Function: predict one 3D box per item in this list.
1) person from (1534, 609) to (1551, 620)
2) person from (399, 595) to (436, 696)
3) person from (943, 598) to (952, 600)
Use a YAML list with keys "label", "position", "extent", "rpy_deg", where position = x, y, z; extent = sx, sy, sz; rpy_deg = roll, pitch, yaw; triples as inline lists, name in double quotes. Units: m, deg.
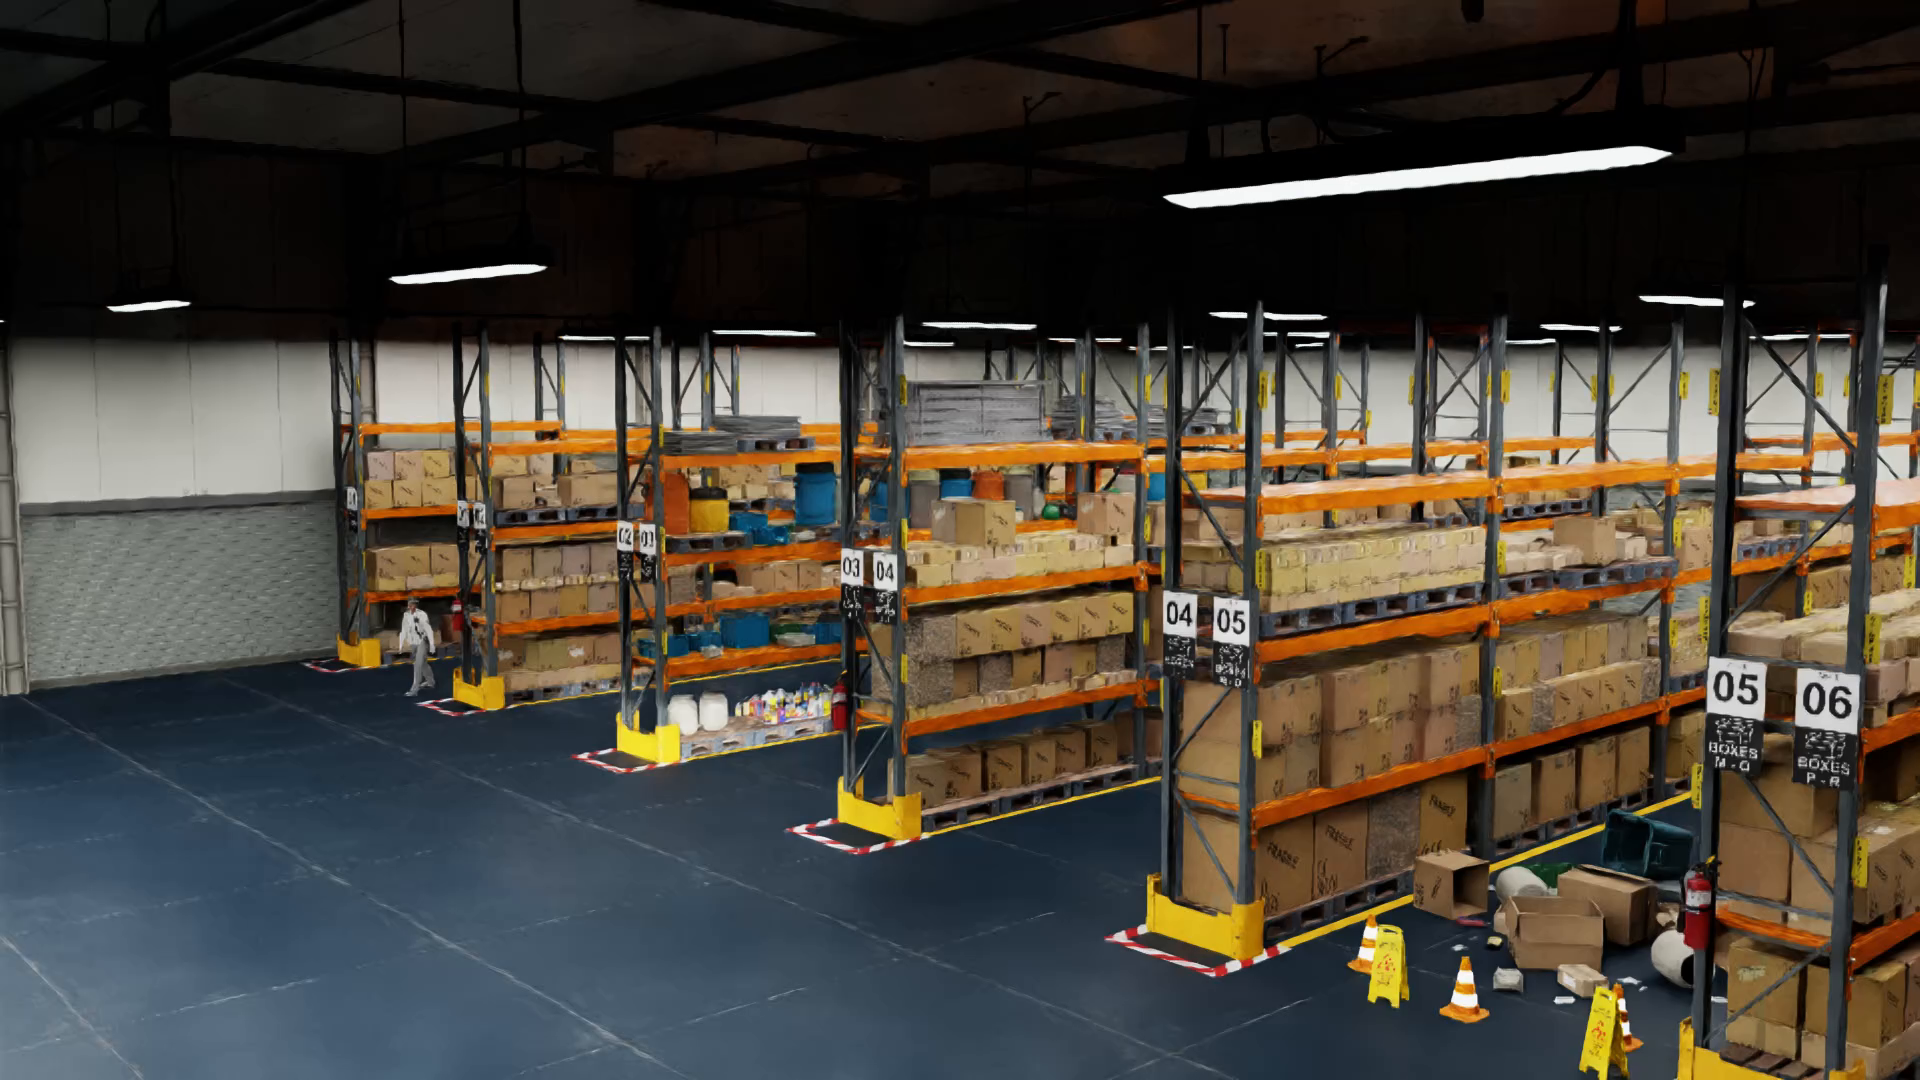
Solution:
- label: "person"
  position: [8.858, 1.829, 25.251]
  extent: [0.542, 1.704, 0.682]
  rpy_deg: [-5, 8, -43]
- label: "person"
  position: [-8.819, 1.682, 27.045]
  extent: [0.548, 1.628, 0.926]
  rpy_deg: [3, 6, 24]
- label: "person"
  position: [-0.365, 1.375, 30.119]
  extent: [1.097, 1.585, 0.449]
  rpy_deg: [-5, 8, -43]
